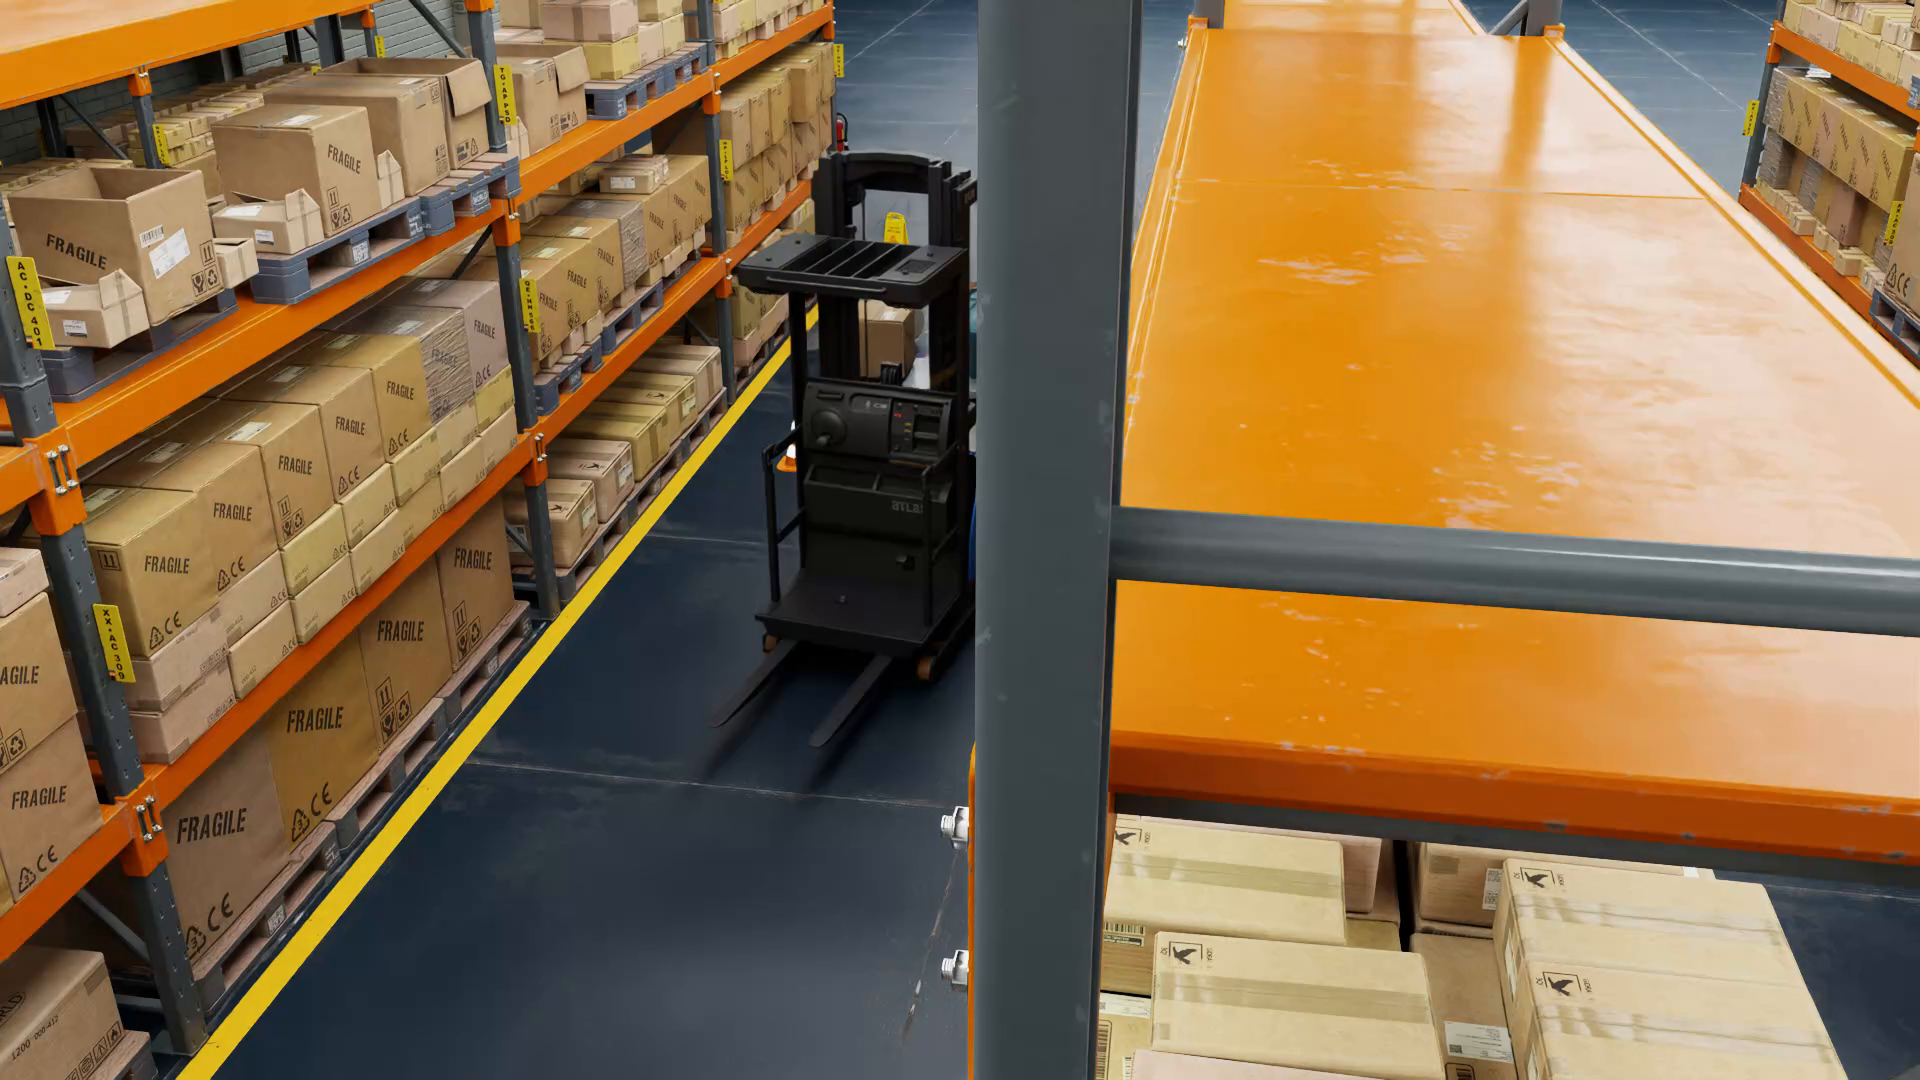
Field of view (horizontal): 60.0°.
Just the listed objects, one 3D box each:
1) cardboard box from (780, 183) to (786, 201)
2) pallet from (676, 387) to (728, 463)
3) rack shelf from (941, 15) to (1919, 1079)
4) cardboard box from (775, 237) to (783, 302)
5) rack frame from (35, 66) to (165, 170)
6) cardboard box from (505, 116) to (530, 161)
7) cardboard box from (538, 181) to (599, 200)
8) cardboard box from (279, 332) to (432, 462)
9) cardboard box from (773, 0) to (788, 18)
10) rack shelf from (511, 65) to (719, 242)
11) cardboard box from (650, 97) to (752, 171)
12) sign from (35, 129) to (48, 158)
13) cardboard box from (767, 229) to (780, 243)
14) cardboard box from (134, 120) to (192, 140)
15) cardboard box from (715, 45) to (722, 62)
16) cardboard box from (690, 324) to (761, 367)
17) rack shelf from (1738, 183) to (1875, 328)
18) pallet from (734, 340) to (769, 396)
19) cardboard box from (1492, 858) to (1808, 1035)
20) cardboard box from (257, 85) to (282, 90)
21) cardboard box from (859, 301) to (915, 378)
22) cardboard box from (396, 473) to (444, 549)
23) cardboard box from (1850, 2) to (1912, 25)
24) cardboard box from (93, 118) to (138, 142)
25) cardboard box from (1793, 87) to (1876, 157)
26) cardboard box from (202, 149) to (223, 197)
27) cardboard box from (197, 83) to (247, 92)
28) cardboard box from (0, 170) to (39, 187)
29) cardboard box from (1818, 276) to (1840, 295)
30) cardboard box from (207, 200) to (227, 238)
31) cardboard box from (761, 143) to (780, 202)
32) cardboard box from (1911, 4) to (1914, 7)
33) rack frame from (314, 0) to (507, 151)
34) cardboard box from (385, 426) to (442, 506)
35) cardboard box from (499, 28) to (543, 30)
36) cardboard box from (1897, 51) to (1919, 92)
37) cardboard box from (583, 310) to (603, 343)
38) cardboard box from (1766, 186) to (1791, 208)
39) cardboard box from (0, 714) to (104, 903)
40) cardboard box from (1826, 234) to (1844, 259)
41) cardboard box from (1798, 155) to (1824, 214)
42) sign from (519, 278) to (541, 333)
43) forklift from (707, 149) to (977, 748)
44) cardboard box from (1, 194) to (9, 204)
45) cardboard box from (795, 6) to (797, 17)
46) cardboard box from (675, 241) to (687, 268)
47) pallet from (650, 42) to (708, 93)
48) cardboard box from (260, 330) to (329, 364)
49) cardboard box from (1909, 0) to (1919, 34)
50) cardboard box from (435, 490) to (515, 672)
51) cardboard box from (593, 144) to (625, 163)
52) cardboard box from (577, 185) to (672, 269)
[{"bbox_3d":[-1.826,-3.203,15.350,0.380,0.149,0.250,4,25,8],"label":"cardboard box"},{"bbox_3d":[-2.552,-0.977,13.587,1.003,0.211,1.213,4,25,9],"label":"pallet"},{"bbox_3d":[0.840,-0.472,2.996,1.077,0.370,4.000,4,25,9],"label":"rack shelf"},{"bbox_3d":[-1.901,-2.519,15.457,0.500,0.500,0.500,5,26,11],"label":"cardboard box"},{"bbox_3d":[-7.324,-2.908,14.423,1.000,3.000,0.127,4,25,9],"label":"rack frame"},{"bbox_3d":[-2.819,-2.417,9.995,0.396,0.266,0.258,4,25,9],"label":"cardboard box"},{"bbox_3d":[-2.961,-2.344,12.255,0.500,0.500,0.500,4,25,8],"label":"cardboard box"},{"bbox_3d":[-3.070,-0.734,8.482,0.500,0.500,0.500,4,25,9],"label":"cardboard box"},{"bbox_3d":[-1.834,-4.792,14.737,0.500,0.250,0.500,4,25,9],"label":"cardboard box"},{"bbox_3d":[-2.753,-2.762,11.422,1.077,0.370,4.000,4,25,9],"label":"rack shelf"},{"bbox_3d":[-2.140,-3.367,13.757,0.700,0.500,0.500,4,25,8],"label":"cardboard box"},{"bbox_3d":[-7.872,-3.373,14.304,0.100,0.325,0.005,4,25,9],"label":"sign"},{"bbox_3d":[-1.860,-2.748,15.180,0.380,0.149,0.250,5,26,12],"label":"cardboard box"},{"bbox_3d":[-7.043,-3.611,14.692,0.380,0.149,0.250,4,25,9],"label":"cardboard box"},{"bbox_3d":[-2.130,-3.925,13.354,0.380,0.149,0.250,4,25,8],"label":"cardboard box"},{"bbox_3d":[-2.063,-1.738,14.673,0.500,0.250,0.500,3,25,6],"label":"cardboard box"},{"bbox_3d":[7.677,-2.389,14.165,1.077,0.370,4.000,4,25,9],"label":"rack shelf"},{"bbox_3d":[-2.351,-1.586,14.889,1.003,0.211,1.213,4,25,9],"label":"pallet"},{"bbox_3d":[1.006,0.622,2.462,0.380,0.149,0.250,4,25,9],"label":"cardboard box"},{"bbox_3d":[-6.630,-4.349,16.269,0.380,0.149,0.250,5,25,10],"label":"cardboard box"},{"bbox_3d":[-0.665,-1.665,13.825,0.500,0.500,0.500,4,25,9],"label":"cardboard box"},{"bbox_3d":[-3.073,-0.171,8.753,0.500,0.250,0.500,4,25,8],"label":"cardboard box"},{"bbox_3d":[7.490,-4.274,13.512,0.380,0.149,0.250,4,25,8],"label":"cardboard box"},{"bbox_3d":[-7.488,-3.638,14.750,0.380,0.149,0.250,3,25,7],"label":"cardboard box"},{"bbox_3d":[7.477,-3.555,14.159,0.500,0.500,0.500,4,25,9],"label":"cardboard box"},{"bbox_3d":[-6.925,-3.339,15.228,0.500,0.500,0.500,4,25,9],"label":"cardboard box"},{"bbox_3d":[-7.255,-4.393,16.362,0.380,0.149,0.250,3,25,7],"label":"cardboard box"},{"bbox_3d":[-7.730,-2.902,13.527,0.380,0.149,0.250,4,25,8],"label":"cardboard box"},{"bbox_3d":[7.822,-2.097,15.146,0.500,0.500,0.500,11,27,22],"label":"cardboard box"},{"bbox_3d":[-3.573,-1.464,7.580,0.380,0.166,0.250,6,26,13],"label":"cardboard box"},{"bbox_3d":[-1.925,-3.331,14.858,0.500,0.500,0.500,4,25,8],"label":"cardboard box"},{"bbox_3d":[8.047,-4.341,13.655,0.380,0.149,0.250,3,25,6],"label":"cardboard box"},{"bbox_3d":[-3.080,-3.609,8.846,1.000,3.000,0.127,4,25,9],"label":"rack frame"},{"bbox_3d":[-3.052,-0.400,8.654,0.500,0.250,0.500,3,25,7],"label":"cardboard box"},{"bbox_3d":[-2.999,-3.617,12.083,0.500,0.250,0.500,4,25,8],"label":"cardboard box"},{"bbox_3d":[7.168,-3.378,12.067,0.500,0.250,0.500,5,26,10],"label":"cardboard box"},{"bbox_3d":[-2.608,-1.433,11.073,0.380,0.149,0.250,4,25,9],"label":"cardboard box"},{"bbox_3d":[7.607,-3.128,15.192,0.380,0.149,0.250,4,25,9],"label":"cardboard box"},{"bbox_3d":[-3.557,0.947,6.071,0.500,0.500,0.500,4,25,9],"label":"cardboard box"},{"bbox_3d":[7.349,-2.395,13.624,0.380,0.149,0.250,4,25,9],"label":"cardboard box"},{"bbox_3d":[7.800,-3.080,14.323,0.875,0.500,0.500,4,25,9],"label":"cardboard box"},{"bbox_3d":[-2.532,-1.380,9.793,0.100,0.325,0.005,4,25,9],"label":"sign"},{"bbox_3d":[-0.567,-0.672,9.728,1.130,2.935,3.031,8,26,17],"label":"forklift"},{"bbox_3d":[-7.340,-2.552,12.781,0.380,0.149,0.250,4,25,9],"label":"cardboard box"},{"bbox_3d":[-1.747,-4.998,15.647,0.380,0.149,0.250,4,25,9],"label":"cardboard box"},{"bbox_3d":[-2.305,-2.188,12.687,0.380,0.149,0.250,4,25,8],"label":"cardboard box"},{"bbox_3d":[-2.632,-3.588,12.560,1.213,0.211,1.003,4,25,9],"label":"pallet"},{"bbox_3d":[-3.573,-0.778,8.576,0.500,0.500,0.500,5,25,10],"label":"cardboard box"},{"bbox_3d":[7.173,-3.849,11.839,0.500,0.500,0.500,3,25,7],"label":"cardboard box"},{"bbox_3d":[-3.275,0.163,9.875,0.875,0.875,0.875,4,25,8],"label":"cardboard box"},{"bbox_3d":[-2.852,-3.057,13.013,0.380,0.149,0.250,4,25,8],"label":"cardboard box"},{"bbox_3d":[-2.445,-2.303,12.169,0.500,0.500,0.500,5,26,10],"label":"cardboard box"}]
